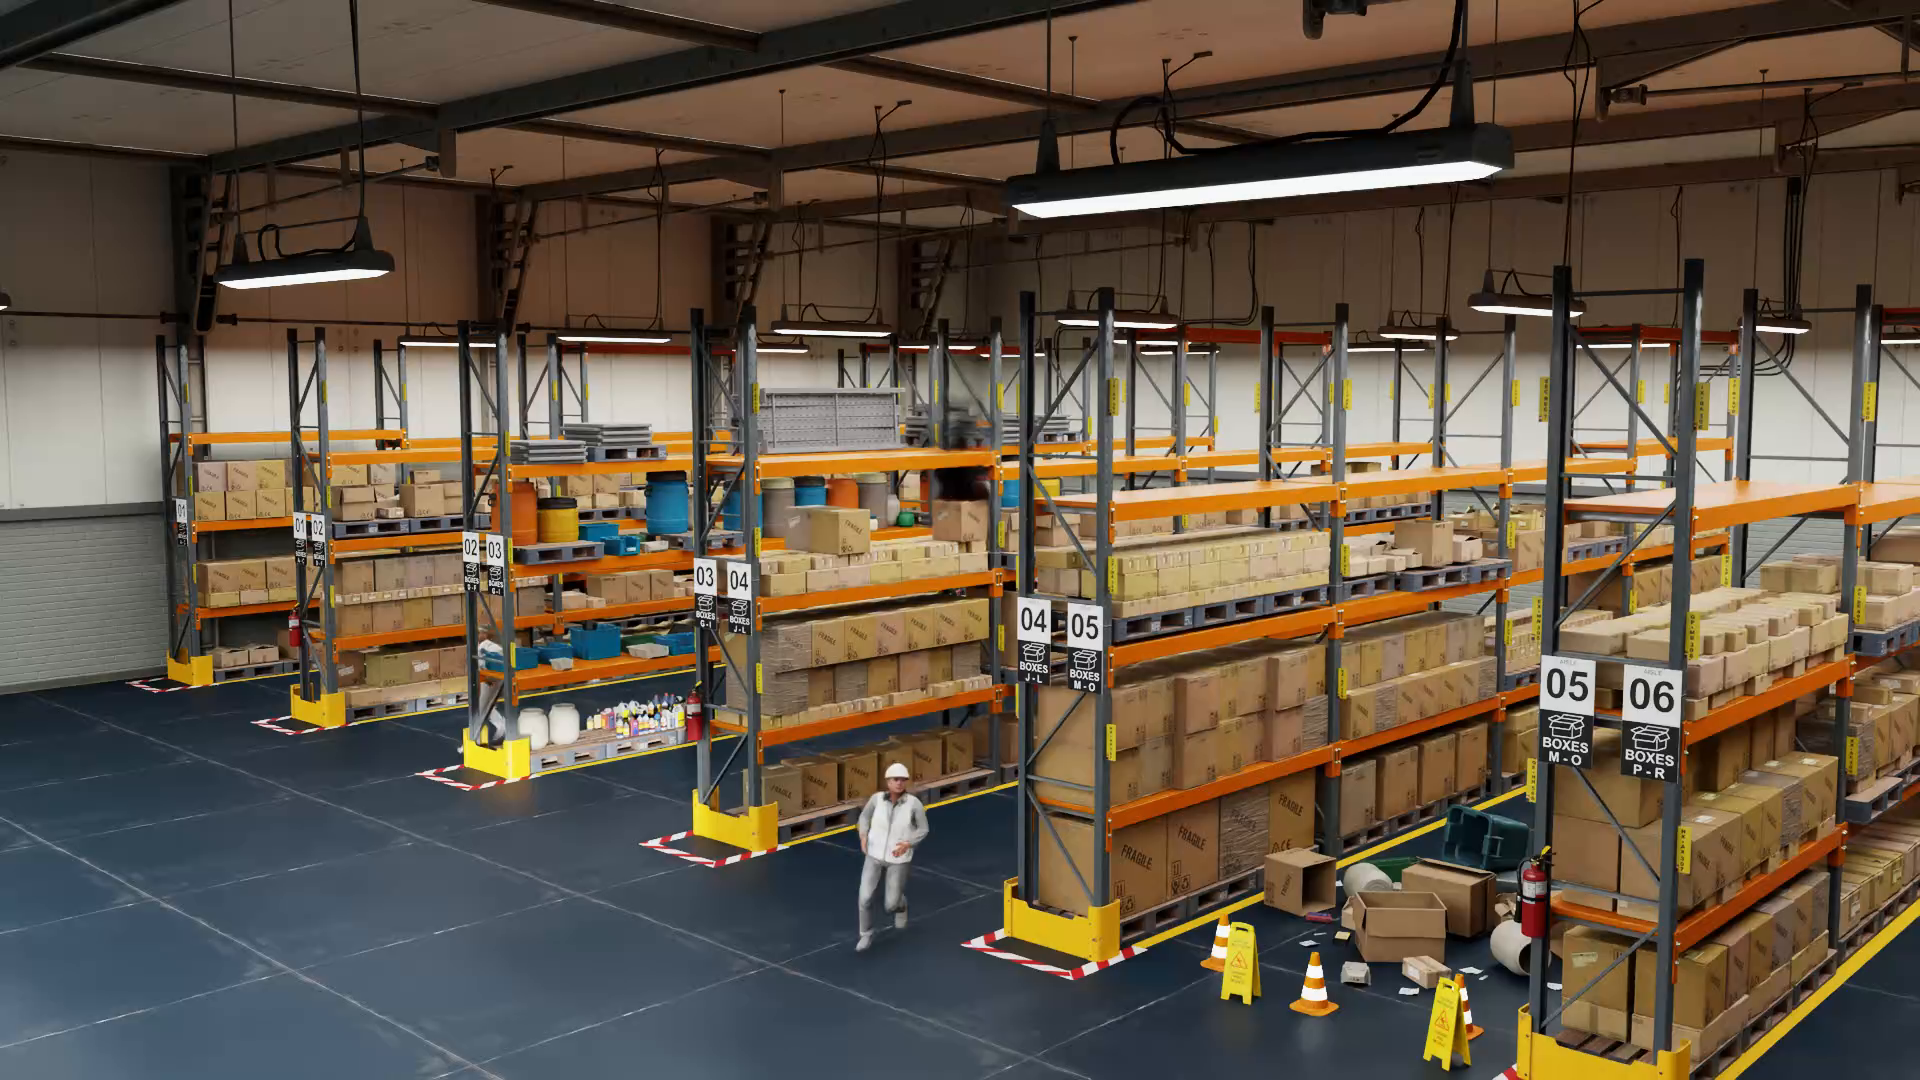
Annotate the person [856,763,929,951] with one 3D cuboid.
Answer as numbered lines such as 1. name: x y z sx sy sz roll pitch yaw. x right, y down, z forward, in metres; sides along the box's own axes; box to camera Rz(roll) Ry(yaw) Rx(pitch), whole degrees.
1. person: -0.631 2.895 15.334 0.673 1.703 0.571 1 5 12

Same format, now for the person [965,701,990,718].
1. person: 0.308 2.012 24.242 0.675 1.759 0.688 3 6 32

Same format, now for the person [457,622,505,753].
1. person: -6.775 2.045 23.590 0.656 1.788 0.965 5 7 41
